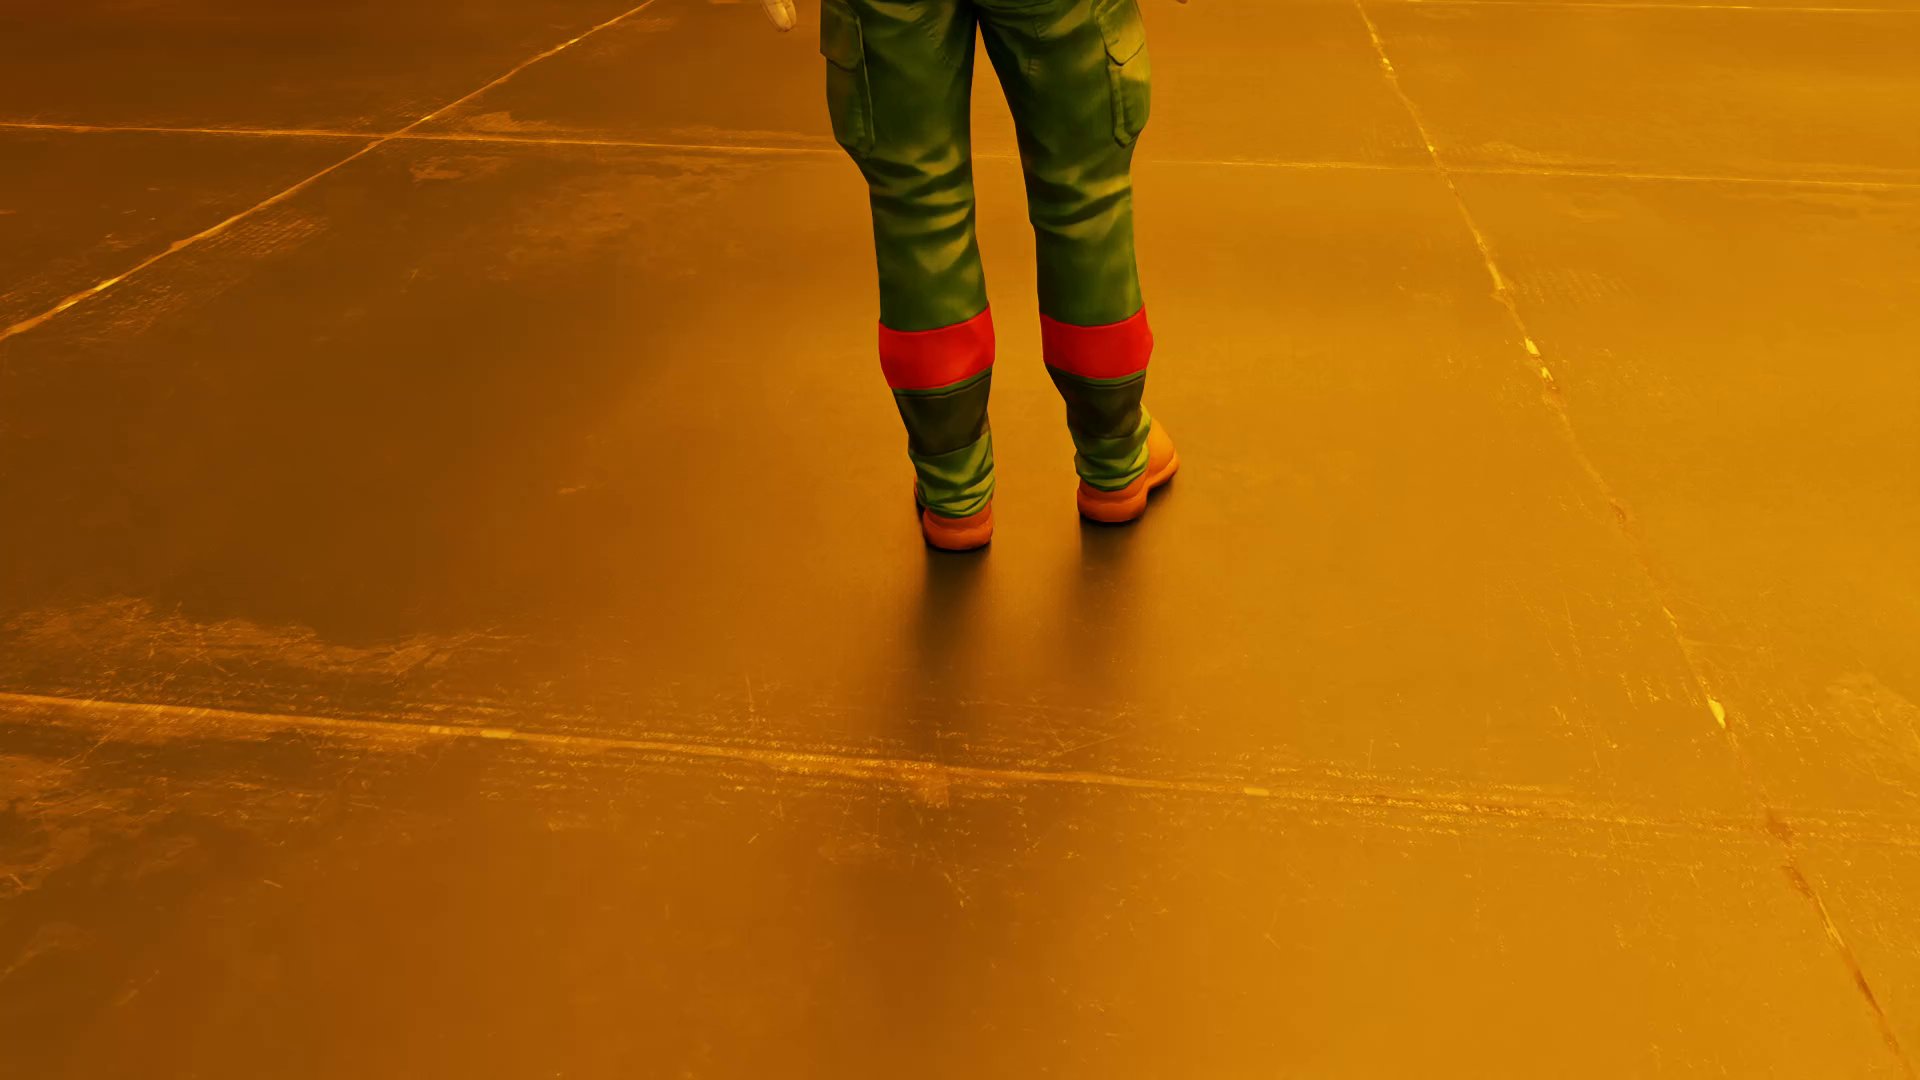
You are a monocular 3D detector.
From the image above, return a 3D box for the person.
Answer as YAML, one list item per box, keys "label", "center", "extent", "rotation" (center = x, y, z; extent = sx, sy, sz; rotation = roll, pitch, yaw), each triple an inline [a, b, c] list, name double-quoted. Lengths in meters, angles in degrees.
- label: "person"
  center: [0.022, -0.839, 2.168]
  extent: [0.638, 1.782, 0.564]
  rotation: [3, 27, 7]
